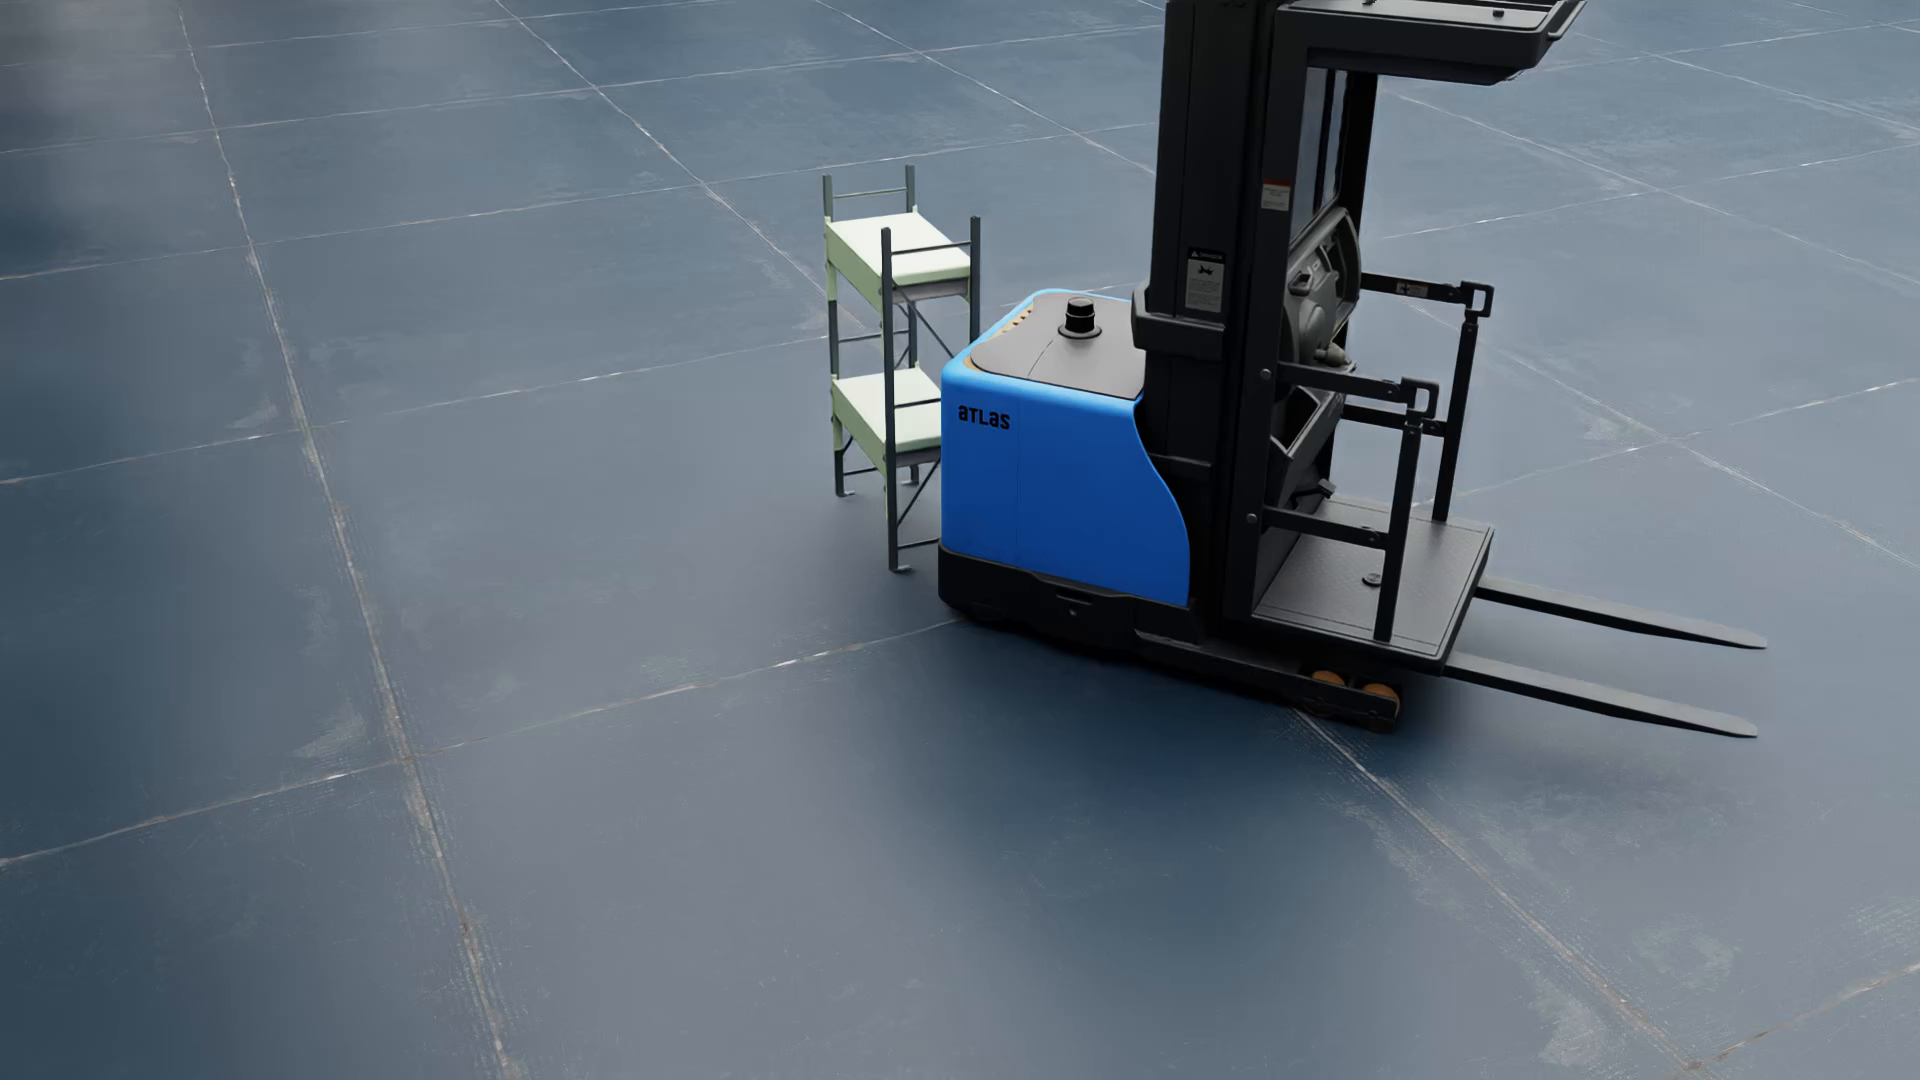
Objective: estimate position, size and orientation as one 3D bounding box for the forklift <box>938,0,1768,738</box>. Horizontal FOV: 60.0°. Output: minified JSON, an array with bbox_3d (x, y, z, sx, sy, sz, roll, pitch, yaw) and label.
[{"bbox_3d":[1.469,-0.886,5.834,3.031,2.935,1.130,13,32,22],"label":"forklift"}]

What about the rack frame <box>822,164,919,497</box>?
[{"bbox_3d":[-0.380,-0.891,7.306,0.400,1.500,0.023,-11,31,-19],"label":"rack frame"}]

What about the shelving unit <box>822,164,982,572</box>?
[{"bbox_3d":[-0.245,-0.725,7.009,0.431,1.500,0.755,-11,31,-19],"label":"shelving unit"}]

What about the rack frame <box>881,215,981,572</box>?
[{"bbox_3d":[-0.110,-0.559,6.713,0.400,1.500,0.023,-11,31,-19],"label":"rack frame"}]

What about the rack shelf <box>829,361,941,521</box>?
[{"bbox_3d":[-0.245,-0.441,7.169,0.431,0.370,0.720,-11,31,-19],"label":"rack shelf"}]

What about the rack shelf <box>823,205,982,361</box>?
[{"bbox_3d":[-0.245,-1.065,6.819,0.431,0.370,0.720,-11,31,-19],"label":"rack shelf"}]
